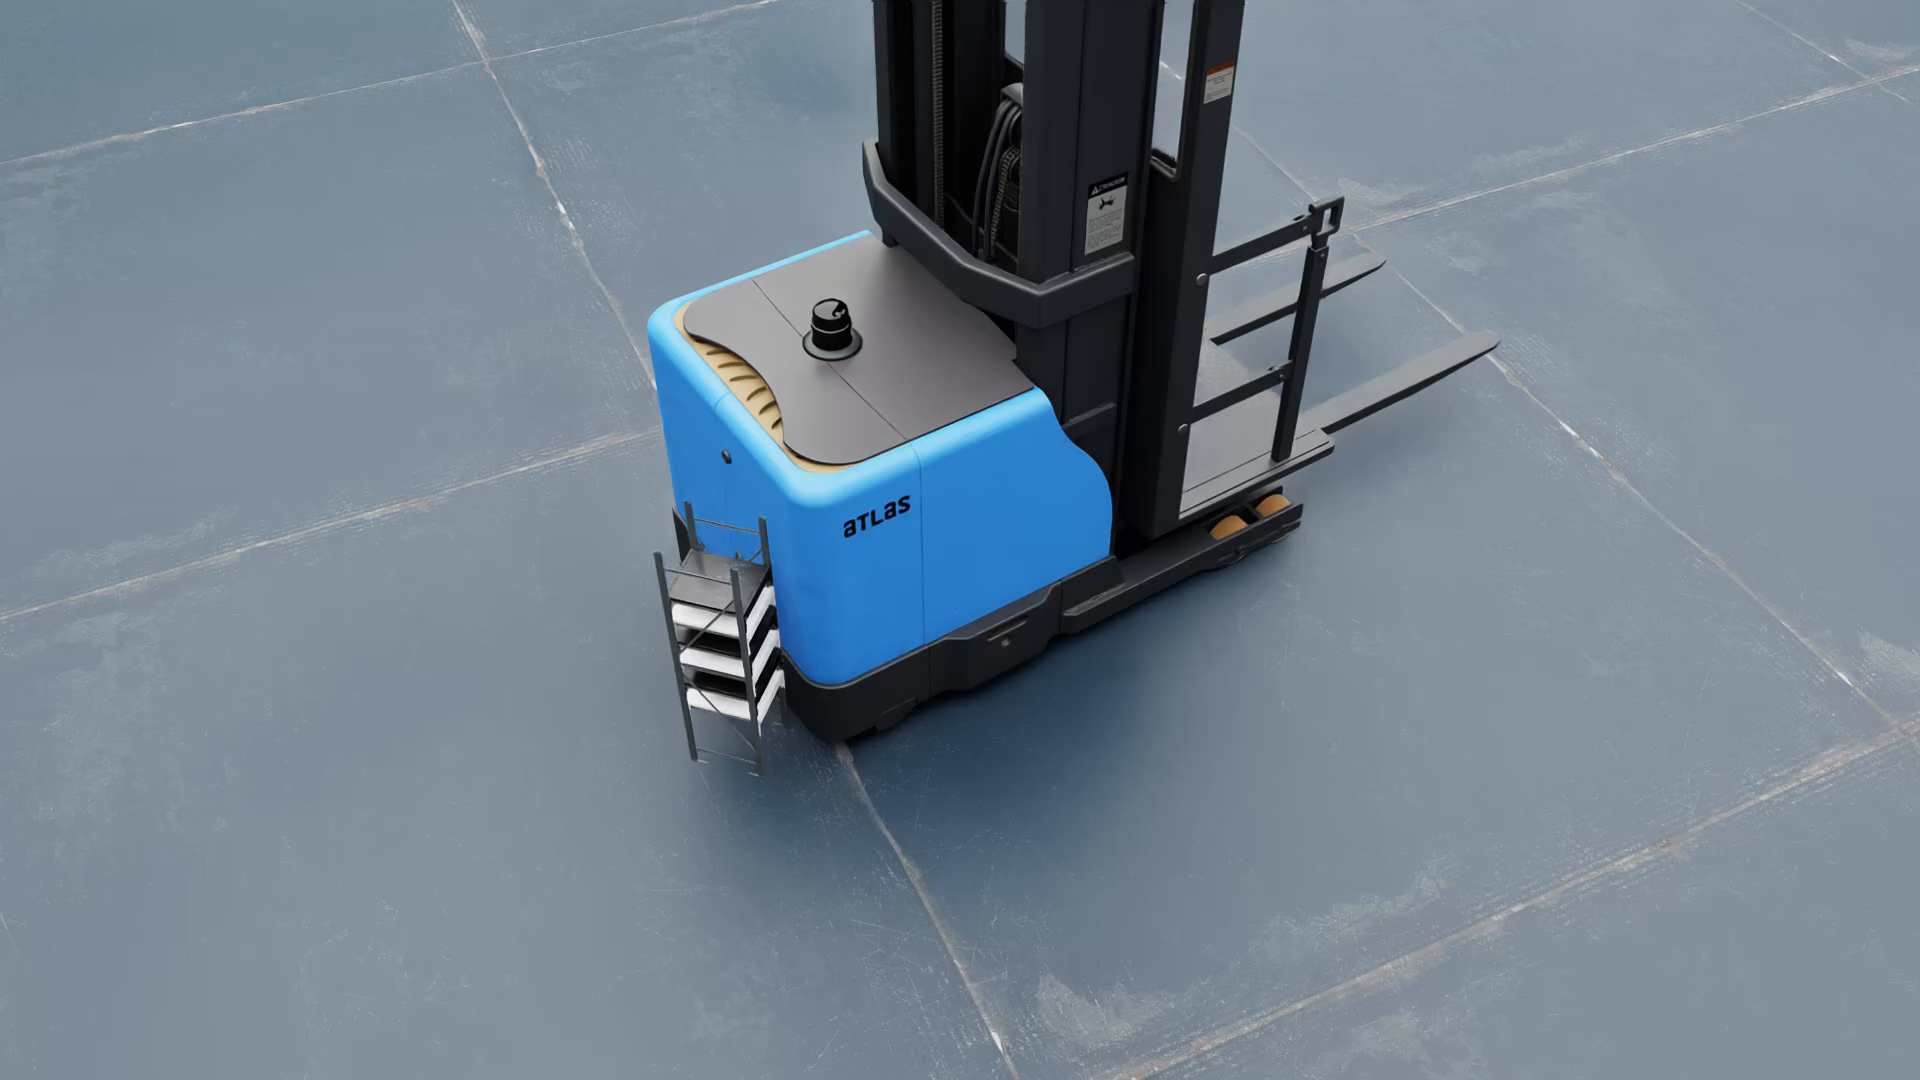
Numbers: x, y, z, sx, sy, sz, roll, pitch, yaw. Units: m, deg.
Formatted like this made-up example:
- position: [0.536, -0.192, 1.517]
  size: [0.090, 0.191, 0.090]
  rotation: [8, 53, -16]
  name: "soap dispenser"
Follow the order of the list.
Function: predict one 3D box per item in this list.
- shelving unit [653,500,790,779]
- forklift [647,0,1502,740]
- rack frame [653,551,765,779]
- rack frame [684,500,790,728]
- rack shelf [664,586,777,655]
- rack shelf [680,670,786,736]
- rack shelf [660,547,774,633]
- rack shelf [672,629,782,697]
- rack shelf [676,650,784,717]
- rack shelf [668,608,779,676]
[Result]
- position: [-0.674, 0.306, 4.799]
  size: [0.258, 0.900, 0.210]
  rotation: [12, 46, 12]
  name: "shelving unit"
- position: [0.571, -1.248, 4.928]
  size: [3.031, 2.935, 1.130]
  rotation: [-25, 50, -23]
  name: "forklift"
- position: [-0.703, 0.374, 4.730]
  size: [0.240, 0.900, 0.006]
  rotation: [12, 46, 12]
  name: "rack frame"
- position: [-0.645, 0.237, 4.869]
  size: [0.240, 0.900, 0.006]
  rotation: [12, 46, 12]
  name: "rack frame"
- position: [-0.674, 0.201, 4.696]
  size: [0.258, 0.077, 0.200]
  rotation: [12, 46, 12]
  name: "rack shelf"
- position: [-0.674, 0.458, 4.949]
  size: [0.258, 0.077, 0.200]
  rotation: [12, 46, 12]
  name: "rack shelf"
- position: [-0.674, 0.137, 4.633]
  size: [0.258, 0.077, 0.200]
  rotation: [12, 46, 12]
  name: "rack shelf"
- position: [-0.674, 0.330, 4.823]
  size: [0.258, 0.077, 0.200]
  rotation: [12, 46, 12]
  name: "rack shelf"
- position: [-0.674, 0.394, 4.886]
  size: [0.258, 0.077, 0.200]
  rotation: [12, 46, 12]
  name: "rack shelf"
- position: [-0.674, 0.266, 4.760]
  size: [0.258, 0.077, 0.200]
  rotation: [12, 46, 12]
  name: "rack shelf"
